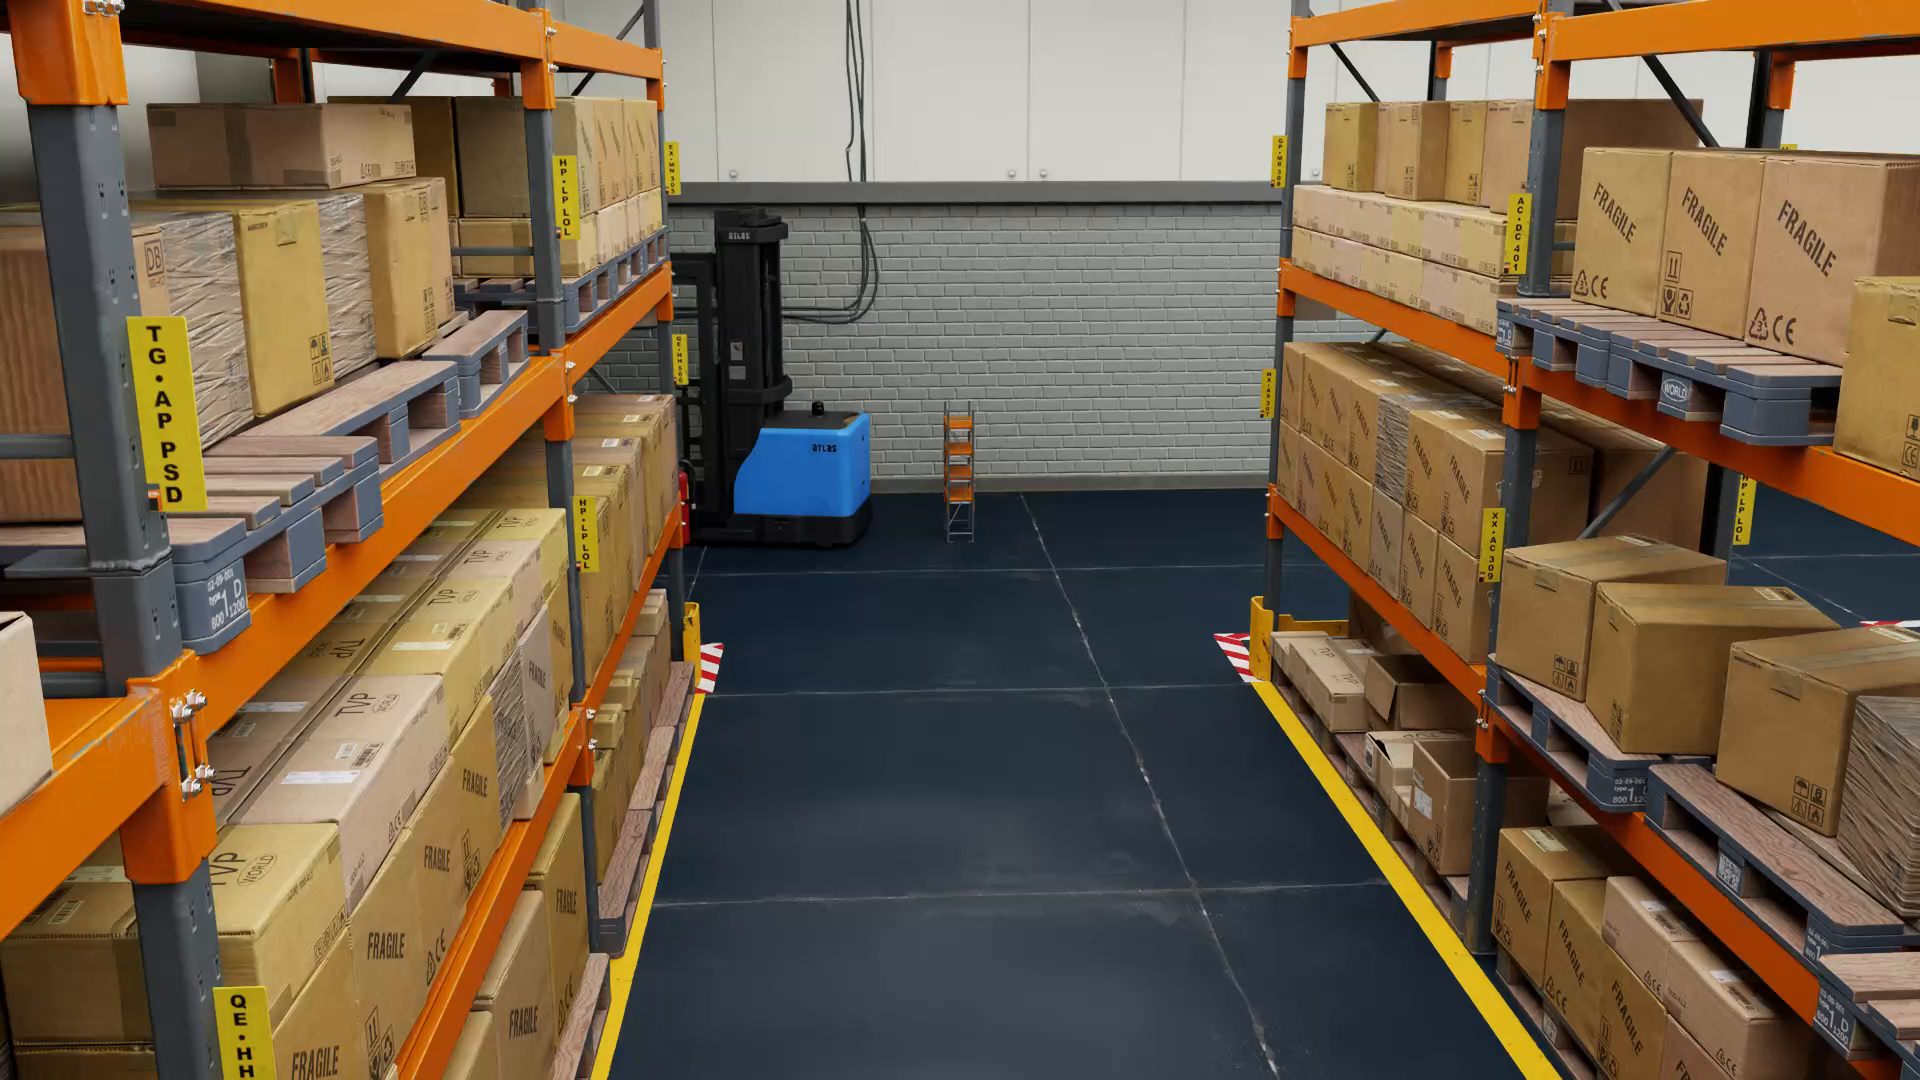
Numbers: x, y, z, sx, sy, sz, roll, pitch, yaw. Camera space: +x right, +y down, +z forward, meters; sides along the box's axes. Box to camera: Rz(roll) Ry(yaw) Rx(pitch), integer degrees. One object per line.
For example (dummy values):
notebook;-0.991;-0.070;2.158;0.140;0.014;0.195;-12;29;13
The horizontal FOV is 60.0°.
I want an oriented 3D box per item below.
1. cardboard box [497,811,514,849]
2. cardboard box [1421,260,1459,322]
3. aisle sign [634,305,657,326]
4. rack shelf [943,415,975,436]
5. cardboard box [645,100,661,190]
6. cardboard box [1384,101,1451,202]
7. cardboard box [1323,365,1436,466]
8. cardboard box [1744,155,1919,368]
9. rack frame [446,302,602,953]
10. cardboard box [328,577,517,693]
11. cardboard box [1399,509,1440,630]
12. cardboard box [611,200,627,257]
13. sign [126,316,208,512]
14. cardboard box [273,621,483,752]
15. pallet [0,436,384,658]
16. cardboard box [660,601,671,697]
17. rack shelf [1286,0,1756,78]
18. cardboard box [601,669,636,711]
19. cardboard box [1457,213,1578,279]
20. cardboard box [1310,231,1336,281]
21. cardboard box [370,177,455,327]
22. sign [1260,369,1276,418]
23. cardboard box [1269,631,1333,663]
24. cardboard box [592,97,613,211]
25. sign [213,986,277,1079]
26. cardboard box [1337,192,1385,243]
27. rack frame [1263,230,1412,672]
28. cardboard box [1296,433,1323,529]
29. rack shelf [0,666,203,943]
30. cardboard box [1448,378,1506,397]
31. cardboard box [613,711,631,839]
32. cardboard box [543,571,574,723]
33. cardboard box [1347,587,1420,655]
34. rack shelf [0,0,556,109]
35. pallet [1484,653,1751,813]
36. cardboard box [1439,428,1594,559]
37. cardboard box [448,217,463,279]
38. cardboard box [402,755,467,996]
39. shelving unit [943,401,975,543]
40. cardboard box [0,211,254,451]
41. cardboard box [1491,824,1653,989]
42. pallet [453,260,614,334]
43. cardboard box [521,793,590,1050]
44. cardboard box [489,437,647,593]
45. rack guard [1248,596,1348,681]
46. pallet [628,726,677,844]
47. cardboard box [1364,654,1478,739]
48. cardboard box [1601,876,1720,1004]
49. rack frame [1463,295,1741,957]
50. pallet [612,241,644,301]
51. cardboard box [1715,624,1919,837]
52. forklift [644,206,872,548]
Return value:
cardboard box;-1.766;0.956;5.756;0.380;0.149;0.250;-1;14;-3
cardboard box;2.524;-1.189;7.908;0.500;0.250;0.500;-1;14;-3
aisle sign;-2.057;-1.766;10.655;0.394;0.787;0.004;-1;14;-3
rack shelf;-0.010;-1.003;14.939;0.258;0.148;0.480;-1;14;-3
cardboard box;-2.034;-2.302;9.687;0.500;0.500;0.500;-1;14;-4
cardboard box;2.663;-2.046;8.731;0.700;0.500;0.500;-1;14;-3
cardboard box;2.423;-0.726;9.621;0.500;0.500;0.500;-1;14;-3
cardboard box;2.883;-0.862;5.094;0.600;0.600;0.600;-1;15;-6
rack frame;-2.104;0.510;7.025;1.000;3.000;0.127;-1;14;-3
cardboard box;-1.766;0.311;5.455;0.500;0.250;0.500;-1;14;-2
cardboard box;2.520;0.136;8.279;0.500;0.500;0.500;0;14;-2
cardboard box;-1.940;-1.552;8.277;0.500;0.250;0.500;-1;14;-5
sign;-1.314;-0.206;2.751;0.100;0.325;0.005;-1;14;-3
cardboard box;-1.734;0.438;4.963;0.500;0.250;0.500;-1;14;-5
pallet;-1.949;-0.016;3.427;1.213;0.211;1.003;0;14;-1
cardboard box;-2.208;0.695;10.480;0.700;0.500;0.500;-1;14;-3
rack shelf;2.716;-2.620;8.601;1.077;0.370;4.000;-1;14;-3
cardboard box;-1.919;0.798;8.778;0.380;0.149;0.250;-1;14;-5
cardboard box;2.539;-1.306;7.362;0.500;0.250;0.500;-1;14;-3
cardboard box;2.389;-1.686;9.841;0.500;0.250;0.500;-1;14;-3
cardboard box;-2.159;-0.984;5.726;0.700;0.500;0.500;-2;15;-6
sign;2.051;-0.973;11.051;0.100;0.325;0.005;-1;14;-3
cardboard box;2.275;0.715;11.067;0.380;0.149;0.250;-1;14;-3
cardboard box;-1.906;-1.794;7.714;0.500;0.500;0.500;-1;14;-5
sign;-1.315;0.972;3.066;0.100;0.325;0.005;-1;14;-3
cardboard box;2.426;-1.804;9.296;0.500;0.250;0.500;-1;14;-3
rack frame;2.592;-0.562;11.192;1.000;3.000;0.127;-1;14;-3
cardboard box;2.394;-0.368;10.236;0.500;0.500;0.500;-1;14;-4
rack shelf;-1.732;0.898;0.941;1.077;0.370;4.000;-1;14;-3
cardboard box;2.995;-0.606;9.156;0.500;0.500;0.500;0;14;-2
cardboard box;-2.076;1.205;8.499;0.700;0.500;0.500;-1;14;-4
cardboard box;-1.824;0.419;6.542;0.500;0.500;0.500;-1;14;-4
cardboard box;2.872;0.567;10.938;0.500;0.500;0.500;-1;14;-3
rack shelf;-1.980;-1.356;4.483;1.077;0.370;4.000;-1;14;-3
pallet;2.781;0.726;6.570;1.003;0.211;1.213;-1;14;-3
cardboard box;2.551;-0.222;7.662;0.500;0.500;0.500;-1;14;-3
cardboard box;-2.380;-1.288;7.252;0.500;0.250;0.500;-1;14;-3
cardboard box;-1.683;0.924;4.578;0.500;0.500;0.500;-1;14;-4
shelving unit;-0.010;-0.622;15.037;0.258;1.200;0.503;-1;14;-3
cardboard box;-2.029;-0.460;3.691;0.700;0.500;0.500;-2;15;-7
cardboard box;2.627;1.554;7.100;0.500;0.500;0.500;-2;15;-6
pallet;-2.144;-1.103;7.453;1.003;0.211;1.213;-1;14;-3
cardboard box;-1.934;1.507;6.620;0.750;0.750;0.750;-1;14;-3
cardboard box;-2.216;-0.133;8.921;0.980;0.700;0.700;-2;15;-6
rack guard;2.597;0.667;11.430;1.175;0.500;0.348;-1;14;-3
pallet;-2.151;1.366;9.294;1.003;0.211;1.213;-1;14;-3
cardboard box;2.719;0.961;9.397;0.797;0.503;0.637;-1;14;-3
cardboard box;2.689;1.440;6.040;0.500;0.250;0.500;-1;14;-3
rack frame;2.840;0.433;7.325;1.000;3.000;0.127;-1;14;-3
pallet;-2.216;-1.406;8.630;1.003;0.211;1.213;-1;14;-3
cardboard box;3.011;0.619;5.557;0.700;0.500;0.500;-5;15;-18
forklift;-2.378;-1.496;14.958;3.031;2.935;1.130;2;15;8
